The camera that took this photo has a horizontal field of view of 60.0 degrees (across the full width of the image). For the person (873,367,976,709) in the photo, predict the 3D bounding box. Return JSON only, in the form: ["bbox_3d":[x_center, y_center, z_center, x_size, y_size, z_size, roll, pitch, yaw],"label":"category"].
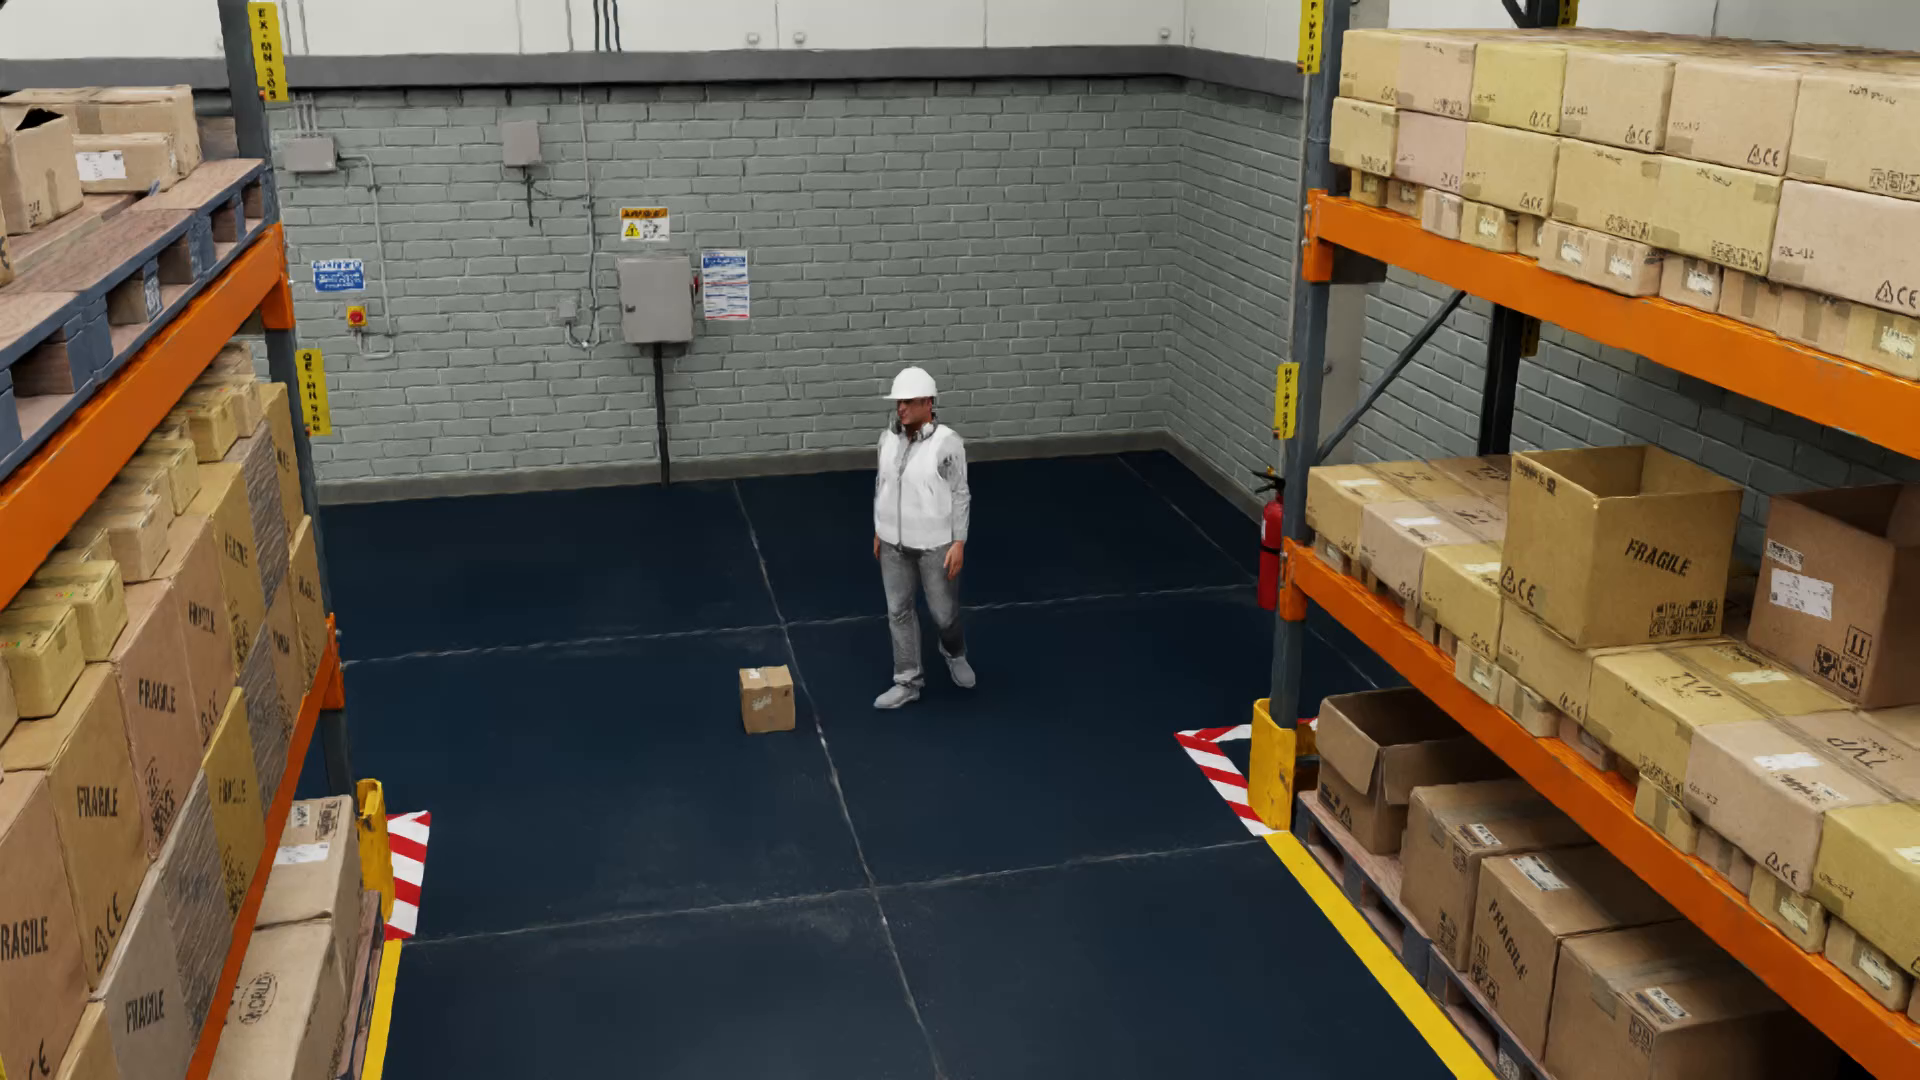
[{"bbox_3d":[-0.200,-0.020,8.580,0.586,1.769,0.624,10,22,26],"label":"person"}]
